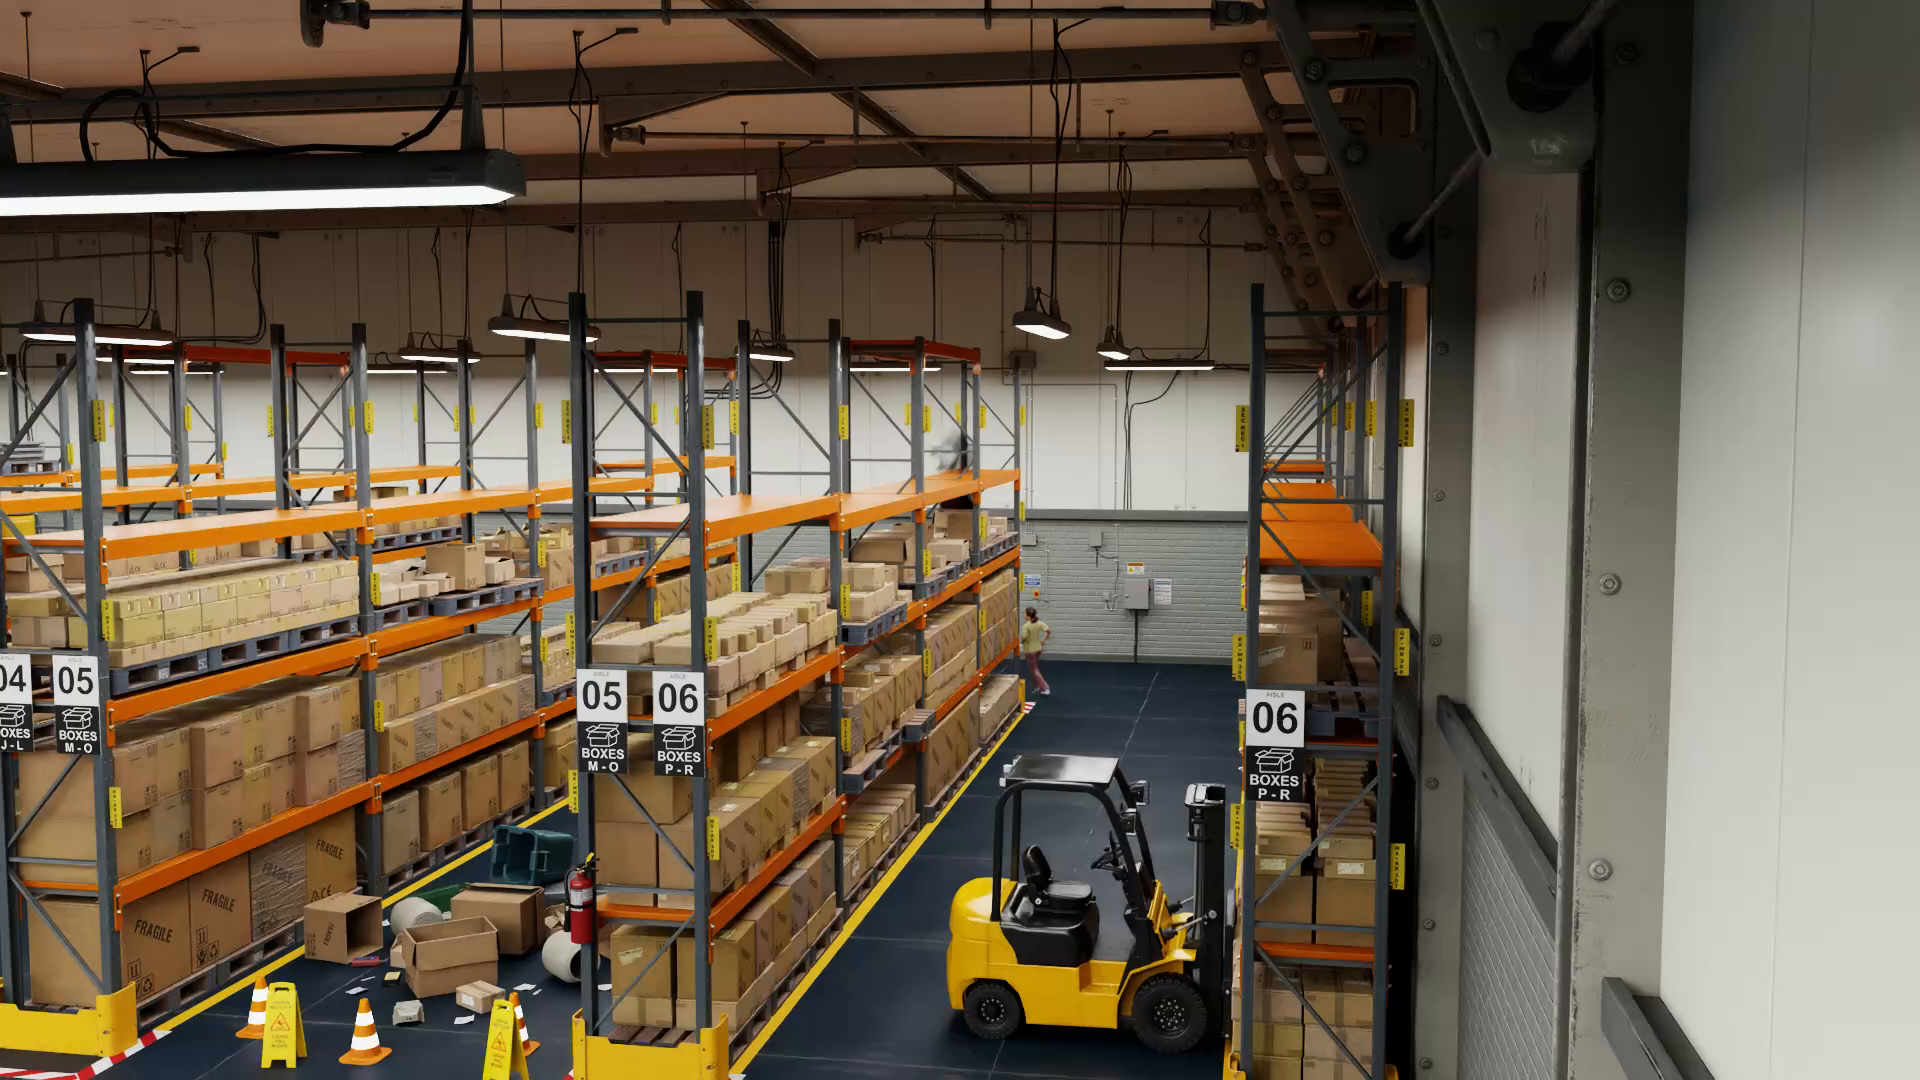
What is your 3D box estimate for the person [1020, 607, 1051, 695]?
[{"bbox_3d":[1.263,1.988,29.500,0.661,1.658,0.686,-3,6,-37],"label":"person"}]
